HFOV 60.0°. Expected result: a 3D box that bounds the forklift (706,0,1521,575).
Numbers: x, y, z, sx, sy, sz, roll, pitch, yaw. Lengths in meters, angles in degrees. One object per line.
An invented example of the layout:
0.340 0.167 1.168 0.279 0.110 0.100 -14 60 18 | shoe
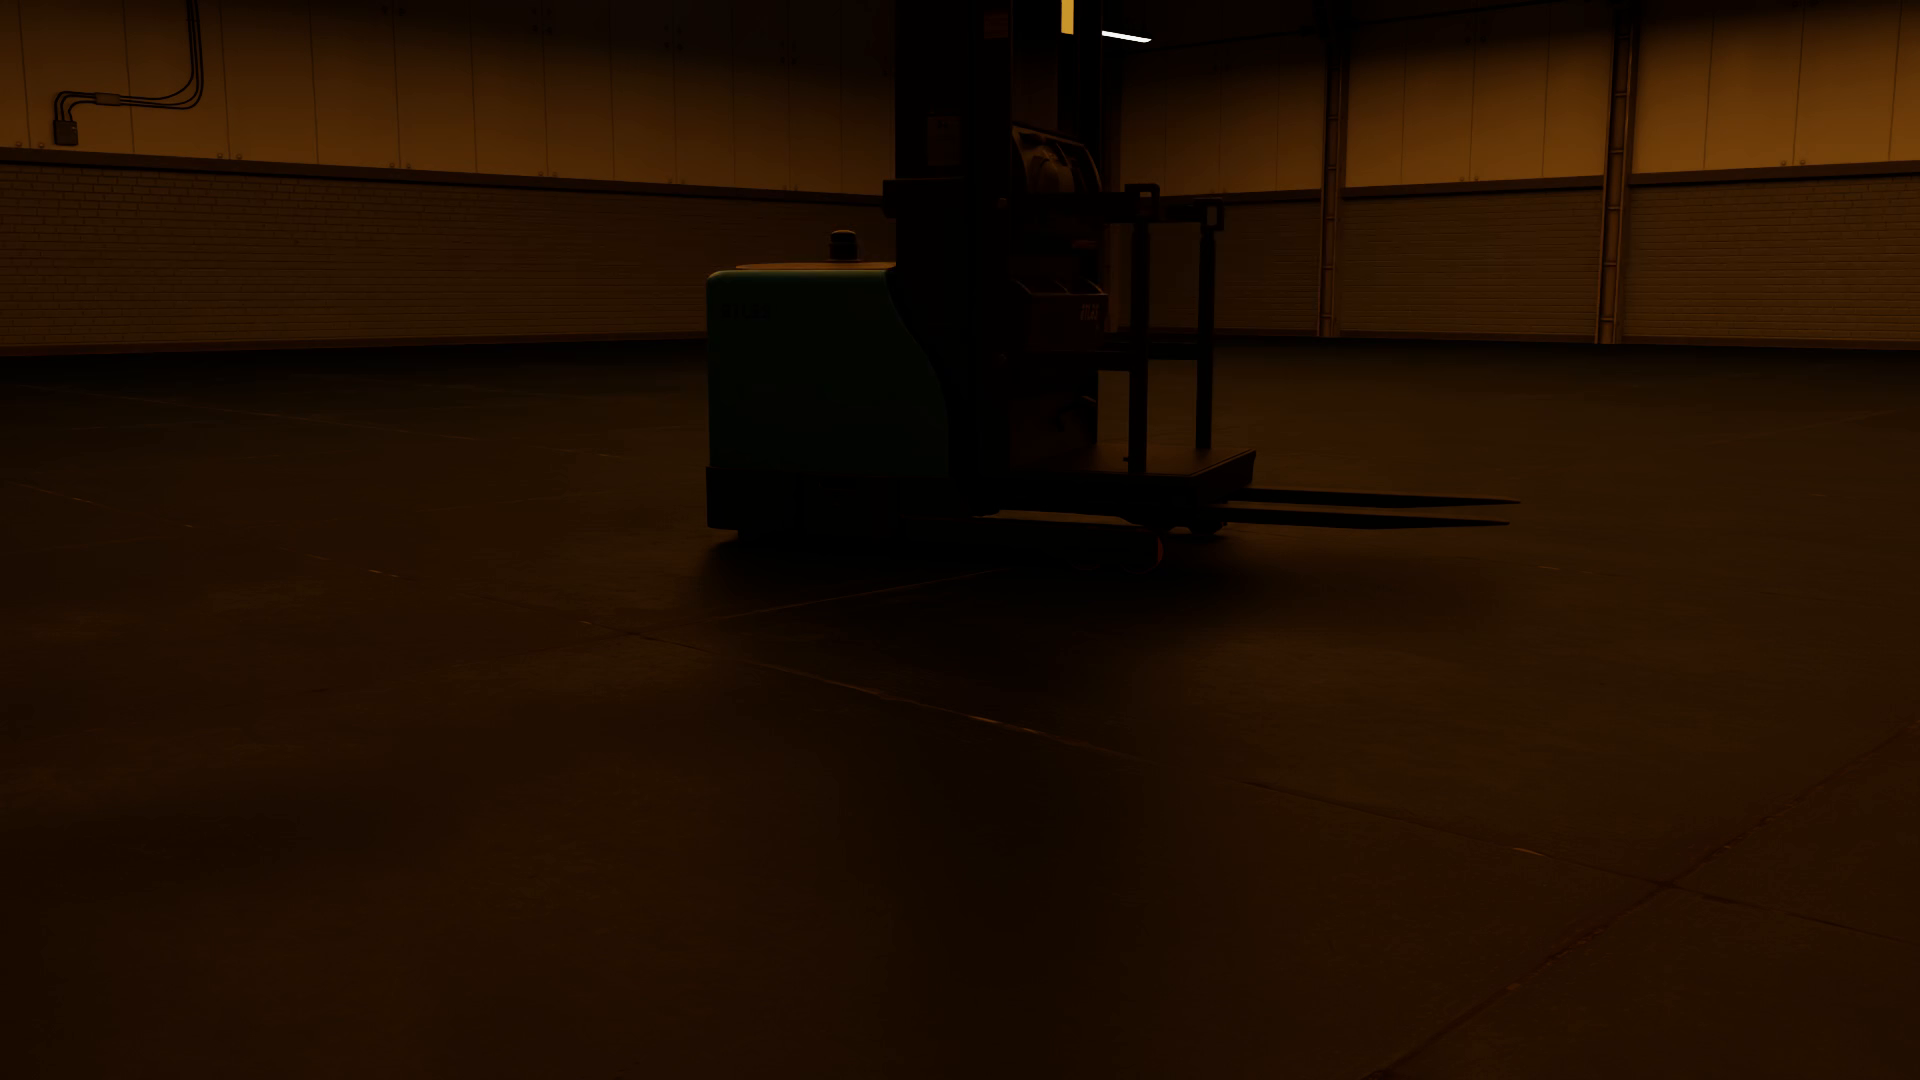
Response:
0.565 -1.416 6.275 3.031 2.935 1.130 3 9 22 | forklift
